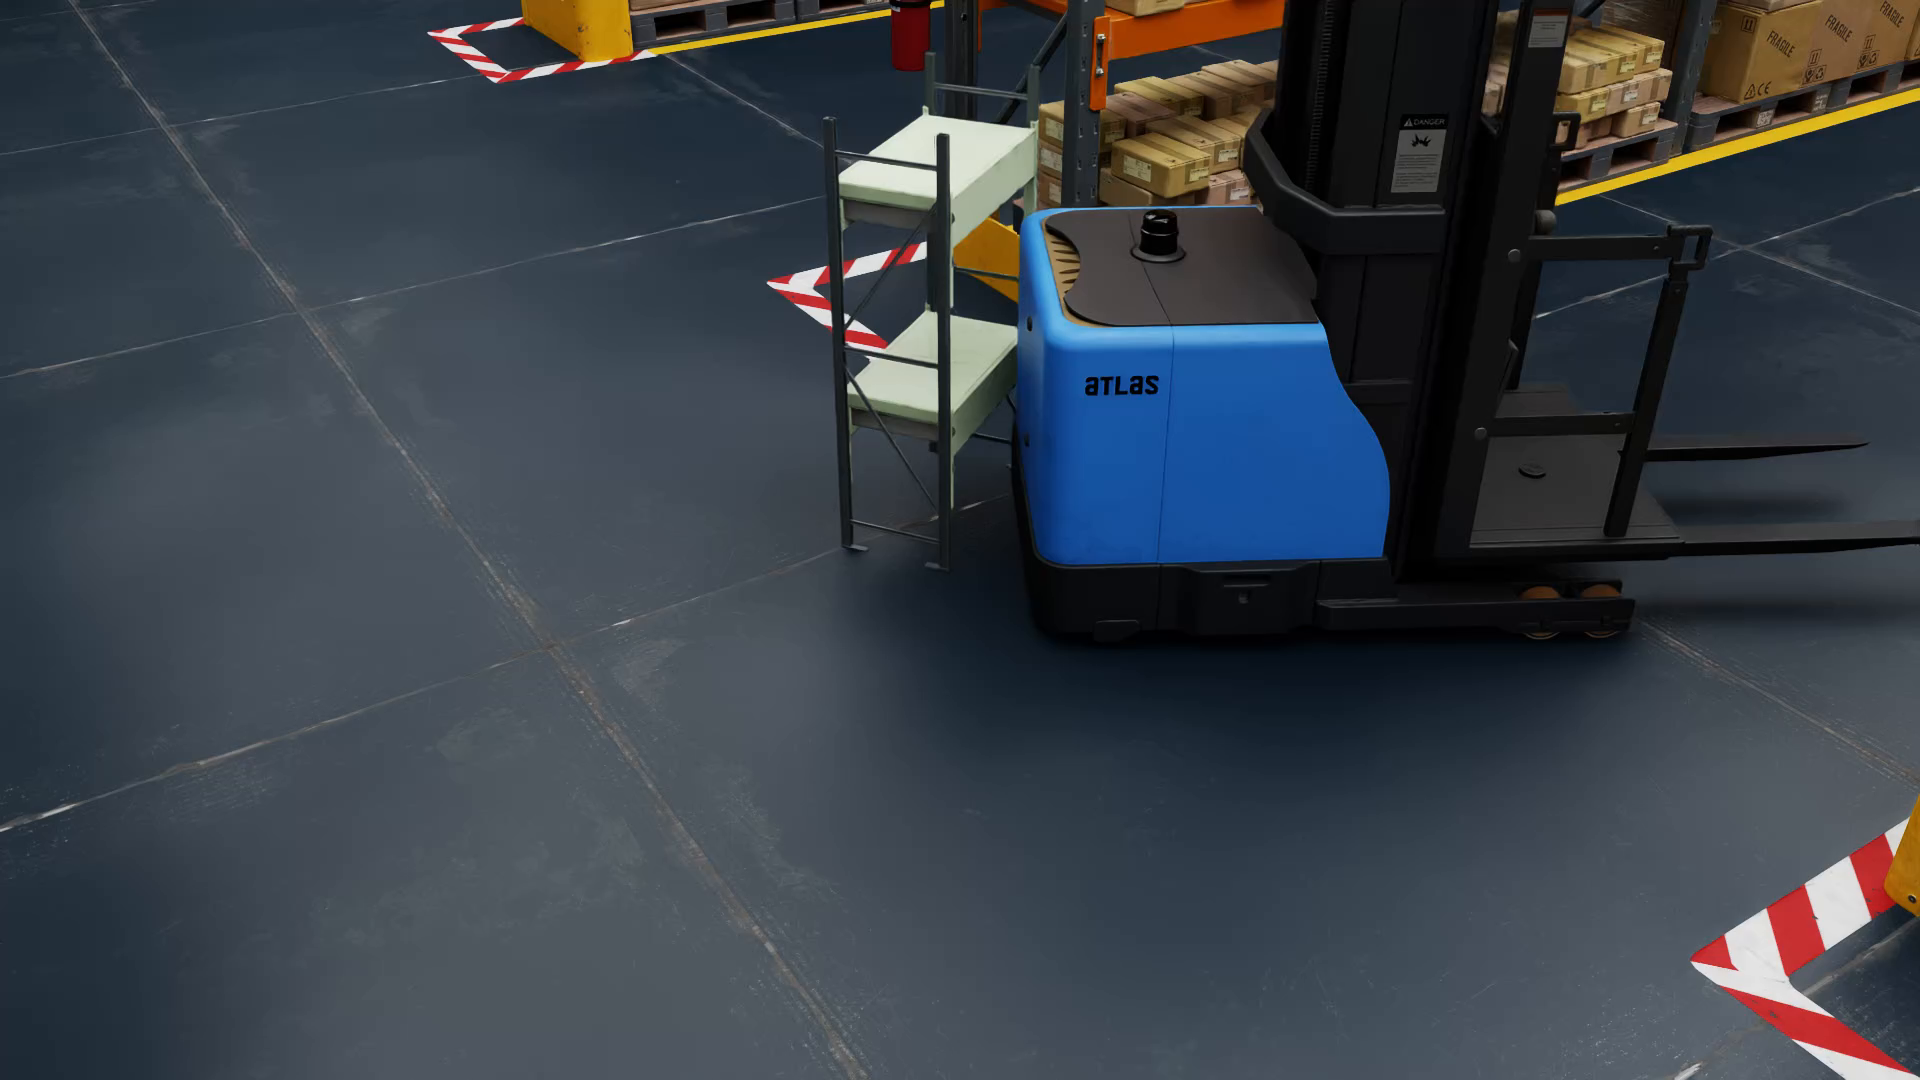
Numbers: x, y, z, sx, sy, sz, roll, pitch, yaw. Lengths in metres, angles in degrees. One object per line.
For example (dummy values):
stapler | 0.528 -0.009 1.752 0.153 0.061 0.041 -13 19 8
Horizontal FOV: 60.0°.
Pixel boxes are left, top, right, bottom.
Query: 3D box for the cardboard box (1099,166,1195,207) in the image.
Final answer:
cardboard box | 0.829 -1.548 7.392 0.250 0.149 0.380 -17 36 -25

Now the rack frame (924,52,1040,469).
rack frame | 0.070 -0.932 5.821 0.400 1.500 0.023 13 34 19

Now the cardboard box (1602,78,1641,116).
cardboard box | 3.298 -2.350 8.664 0.250 0.149 0.380 -21 38 -29

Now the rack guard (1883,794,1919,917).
rack guard | 2.832 0.904 3.849 0.348 0.500 1.175 -19 37 -27

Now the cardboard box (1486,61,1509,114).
cardboard box | 2.617 -2.247 8.222 0.250 0.149 0.380 -21 38 -30

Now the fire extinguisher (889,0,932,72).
fire extinguisher | -0.212 -2.357 7.098 0.183 0.674 0.296 -19 37 -27

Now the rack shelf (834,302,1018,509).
rack shelf | -0.074 -0.476 5.711 0.431 0.370 0.720 13 34 19

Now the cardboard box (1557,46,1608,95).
cardboard box | 3.055 -2.407 8.475 0.250 0.149 0.380 -19 37 -28

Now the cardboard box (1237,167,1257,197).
cardboard box | 1.247 -1.712 7.652 0.250 0.149 0.380 -18 37 -27

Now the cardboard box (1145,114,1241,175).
cardboard box | 1.040 -1.770 7.465 0.250 0.149 0.380 -18 37 -26

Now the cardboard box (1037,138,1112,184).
cardboard box | 0.538 -1.792 7.779 0.250 0.149 0.380 -20 37 -29

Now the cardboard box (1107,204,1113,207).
cardboard box | 0.863 -1.393 7.426 0.250 0.149 0.380 -18 37 -26

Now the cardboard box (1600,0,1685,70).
cardboard box | 4.097 -3.017 9.671 0.500 0.500 0.500 -20 37 -28

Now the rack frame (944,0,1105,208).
rack frame | 0.249 -2.414 6.765 0.127 3.000 1.000 -19 37 -27

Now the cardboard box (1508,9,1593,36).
cardboard box | 3.210 -2.787 9.077 0.250 0.149 0.380 -17 36 -25

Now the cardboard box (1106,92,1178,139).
cardboard box | 0.799 -1.951 7.752 0.250 0.149 0.380 -18 37 -26

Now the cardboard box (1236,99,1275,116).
cardboard box | 1.485 -1.894 7.662 0.250 0.149 0.380 -21 38 -30

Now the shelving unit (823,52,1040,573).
shelving unit | -0.074 -0.752 5.537 0.431 1.500 0.755 13 34 19

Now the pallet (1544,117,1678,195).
pallet | 3.066 -2.181 9.009 1.213 0.211 1.003 -19 37 -27

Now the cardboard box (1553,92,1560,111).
cardboard box | 2.819 -2.236 8.483 0.250 0.149 0.380 -19 37 -27

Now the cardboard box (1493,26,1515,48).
cardboard box | 2.760 -2.639 8.842 0.250 0.149 0.380 -20 37 -28

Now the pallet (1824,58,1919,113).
pallet | 5.291 -2.971 10.262 1.213 0.211 1.003 -19 37 -27

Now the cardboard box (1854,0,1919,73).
cardboard box | 5.253 -3.096 9.796 0.500 0.500 0.500 -18 37 -26

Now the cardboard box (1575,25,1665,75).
cardboard box | 3.453 -2.574 8.740 0.250 0.149 0.380 -18 36 -26

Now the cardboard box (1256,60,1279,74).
cardboard box | 1.677 -2.258 8.239 0.250 0.149 0.380 -20 38 -29

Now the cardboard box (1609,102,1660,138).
cardboard box | 3.466 -2.276 8.825 0.250 0.149 0.380 -18 37 -27

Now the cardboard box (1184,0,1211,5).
cardboard box | 0.891 -2.346 6.893 0.250 0.149 0.380 -18 36 -26

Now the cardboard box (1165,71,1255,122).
cardboard box | 1.200 -2.129 8.034 0.250 0.149 0.380 -21 38 -29

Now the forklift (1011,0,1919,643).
forklift | 1.718 -1.208 4.917 3.031 2.935 1.130 -2 32 -2

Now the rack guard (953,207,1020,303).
rack guard | 0.313 -1.378 7.467 0.348 0.500 1.175 -19 37 -27

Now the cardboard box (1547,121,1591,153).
cardboard box | 3.016 -2.133 8.598 0.250 0.149 0.380 -20 38 -29

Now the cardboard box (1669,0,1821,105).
cardboard box | 4.376 -2.785 9.303 0.500 0.500 0.500 -17 36 -25

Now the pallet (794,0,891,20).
pallet | -0.863 -4.042 11.959 1.213 0.211 1.003 -19 37 -27
